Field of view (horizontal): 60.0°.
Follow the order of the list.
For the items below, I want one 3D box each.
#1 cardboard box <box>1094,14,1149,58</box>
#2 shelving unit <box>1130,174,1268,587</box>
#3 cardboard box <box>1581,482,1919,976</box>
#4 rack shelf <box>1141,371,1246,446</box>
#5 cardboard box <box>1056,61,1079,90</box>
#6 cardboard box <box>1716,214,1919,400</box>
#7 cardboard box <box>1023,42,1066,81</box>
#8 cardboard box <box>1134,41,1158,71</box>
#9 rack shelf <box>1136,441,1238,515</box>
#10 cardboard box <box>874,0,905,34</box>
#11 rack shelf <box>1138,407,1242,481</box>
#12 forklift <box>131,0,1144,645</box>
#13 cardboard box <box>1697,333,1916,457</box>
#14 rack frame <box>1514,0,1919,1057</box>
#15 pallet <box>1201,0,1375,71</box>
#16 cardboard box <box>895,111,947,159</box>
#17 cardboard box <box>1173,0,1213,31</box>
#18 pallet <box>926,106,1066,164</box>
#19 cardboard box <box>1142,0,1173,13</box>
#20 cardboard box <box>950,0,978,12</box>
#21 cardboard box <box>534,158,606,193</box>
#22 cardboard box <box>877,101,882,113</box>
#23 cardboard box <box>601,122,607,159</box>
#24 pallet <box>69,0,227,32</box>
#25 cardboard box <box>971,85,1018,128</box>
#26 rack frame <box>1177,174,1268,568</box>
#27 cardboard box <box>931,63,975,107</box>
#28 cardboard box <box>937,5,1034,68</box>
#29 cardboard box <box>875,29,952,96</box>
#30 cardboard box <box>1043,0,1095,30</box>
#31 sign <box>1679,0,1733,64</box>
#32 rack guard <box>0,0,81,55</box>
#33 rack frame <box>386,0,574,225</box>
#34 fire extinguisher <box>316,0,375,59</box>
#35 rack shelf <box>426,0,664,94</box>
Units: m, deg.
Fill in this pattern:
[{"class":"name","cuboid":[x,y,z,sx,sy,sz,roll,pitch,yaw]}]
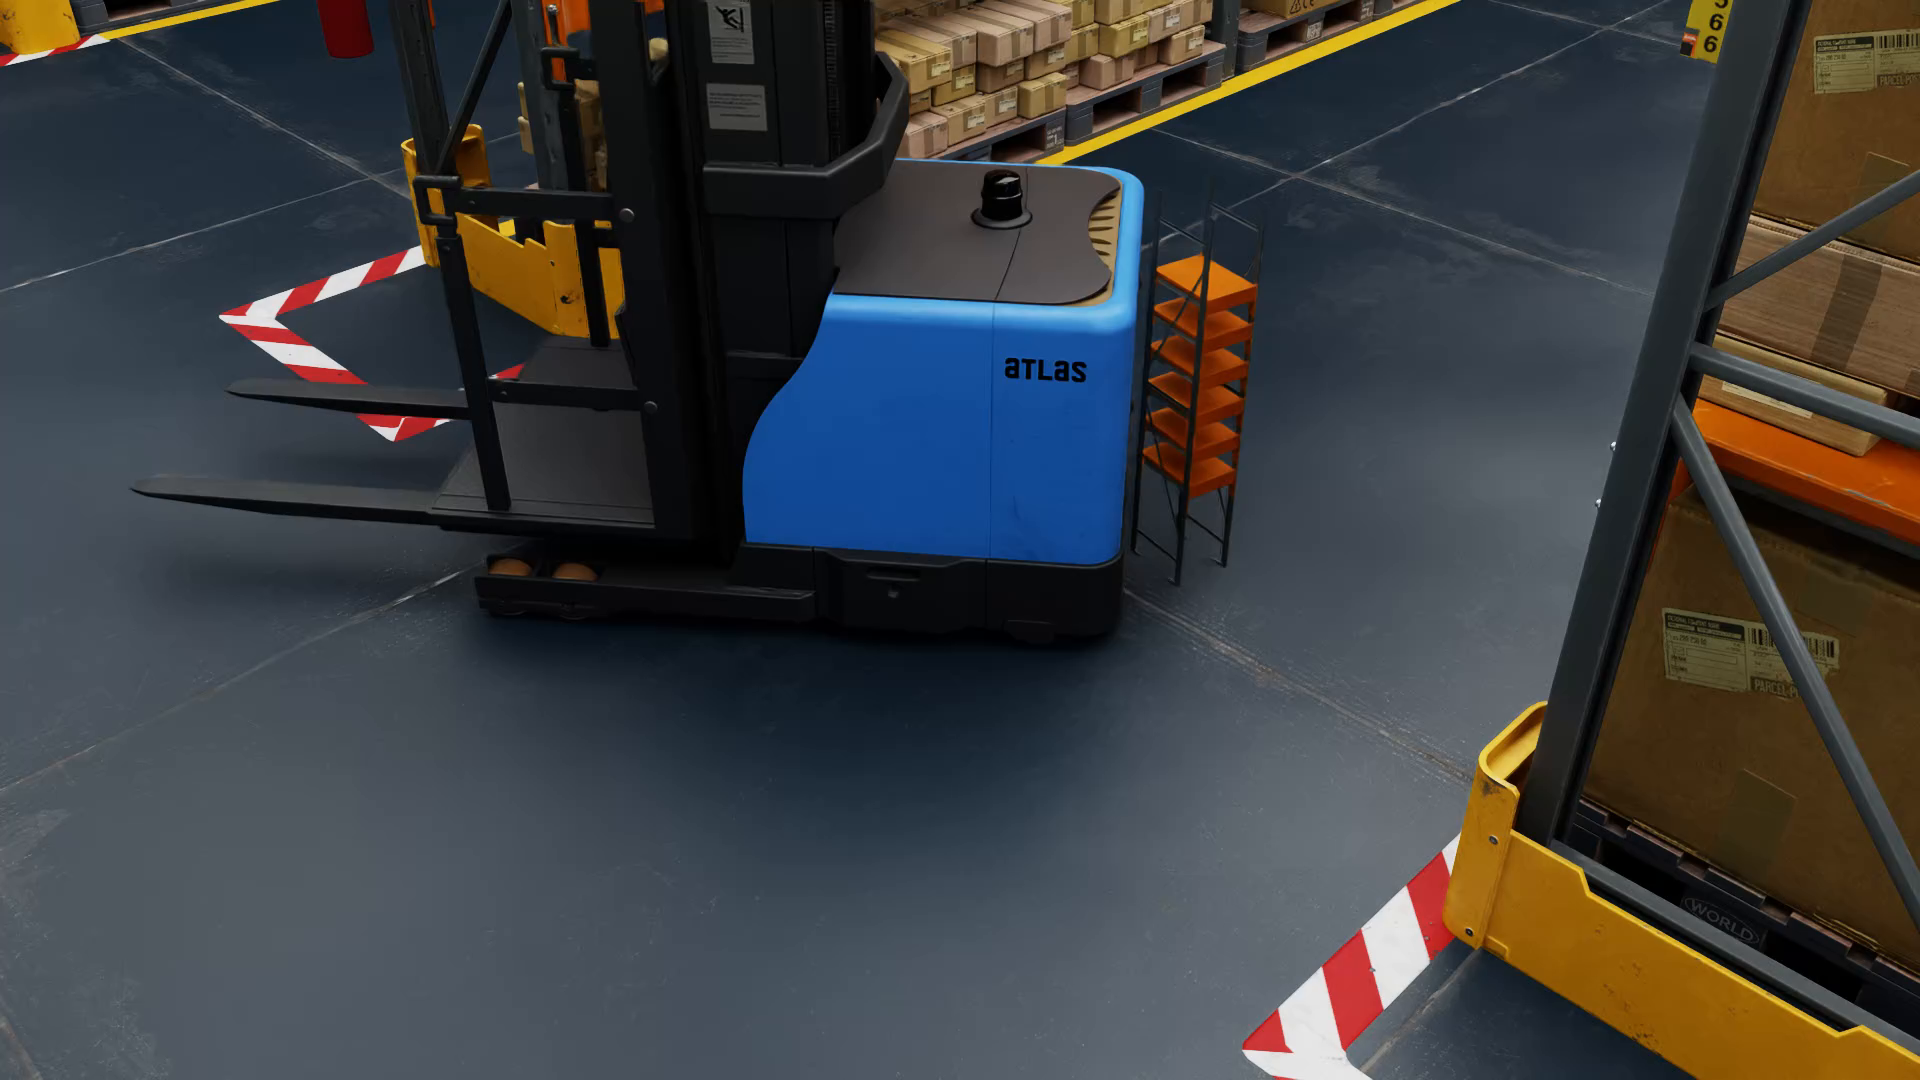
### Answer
[{"class":"cardboard box","cuboid":[0.687,-2.470,8.035,0.380,0.149,0.250,28,44,34]},{"class":"shelving unit","cuboid":[0.678,-0.435,4.825,0.189,1.200,0.258,-20,40,-26]},{"class":"cardboard box","cuboid":[2.066,0.239,3.776,0.875,0.875,0.875,30,45,35]},{"class":"rack shelf","cuboid":[0.677,-0.399,4.850,0.180,0.103,0.258,-20,40,-26]},{"class":"cardboard box","cuboid":[0.352,-2.276,8.016,0.380,0.149,0.250,28,44,34]},{"class":"cardboard box","cuboid":[1.825,-0.533,3.263,0.500,0.250,0.500,29,44,35]},{"class":"cardboard box","cuboid":[0.275,-2.297,7.786,0.250,0.149,0.380,-29,44,-35]},{"class":"cardboard box","cuboid":[0.764,-2.467,8.290,0.250,0.149,0.380,-29,44,-34]},{"class":"rack shelf","cuboid":[0.677,-0.202,4.988,0.180,0.103,0.258,-20,40,-26]},{"class":"cardboard box","cuboid":[-0.468,-2.399,7.672,0.250,0.149,0.380,-30,45,-35]},{"class":"rack shelf","cuboid":[0.677,-0.300,4.919,0.180,0.103,0.258,-20,40,-26]},{"class":"forklift","cuboid":[-0.993,-1.262,4.497,3.031,2.935,1.130,4,35,6]},{"class":"cardboard box","cuboid":[1.689,-0.343,3.339,0.250,0.149,0.380,-29,44,-35]},{"class":"rack frame","cuboid":[1.672,-0.168,2.869,1.000,3.000,0.127,30,45,35]},{"class":"pallet","cuboid":[1.589,-3.005,9.374,1.003,0.211,1.213,30,45,35]},{"class":"cardboard box","cuboid":[-0.277,-1.806,7.342,0.380,0.149,0.250,27,43,33]},{"class":"cardboard box","cuboid":[1.045,-2.701,8.366,0.250,0.149,0.380,-29,44,-35]},{"class":"pallet","cuboid":[-0.267,-1.904,7.795,1.003,0.211,1.213,30,45,35]},{"class":"cardboard box","cuboid":[0.823,-2.710,8.119,0.250,0.149,0.380,-29,44,-35]},{"class":"cardboard box","cuboid":[-0.133,-2.627,7.999,0.250,0.149,0.380,-29,44,-35]},{"class":"cardboard box","cuboid":[-1.554,-1.509,6.917,0.250,0.149,0.380,-29,44,-35]},{"class":"cardboard box","cuboid":[-0.506,-1.872,7.178,0.380,0.149,0.250,27,43,33]},{"class":"cardboard box","cuboid":[-1.167,-1.531,6.428,0.380,0.149,0.250,27,43,33]},{"class":"pallet","cuboid":[-4.853,-3.375,9.905,1.003,0.211,1.213,30,45,35]},{"class":"cardboard box","cuboid":[0.046,-2.040,7.678,0.250,0.149,0.380,-29,44,-35]},{"class":"rack frame","cuboid":[0.755,-0.463,4.865,0.006,1.200,0.240,-20,40,-26]},{"class":"cardboard box","cuboid":[-0.147,-2.105,7.511,0.250,0.149,0.380,-28,43,-34]},{"class":"cardboard box","cuboid":[0.108,-2.271,7.489,0.380,0.149,0.250,28,44,34]},{"class":"cardboard box","cuboid":[-0.254,-2.073,7.206,0.250,0.149,0.380,-29,44,-35]},{"class":"cardboard box","cuboid":[0.415,-2.532,7.864,0.250,0.149,0.380,-28,44,-34]},{"class":"sign","cuboid":[1.296,-0.965,2.792,0.100,0.325,0.005,30,45,35]},{"class":"rack guard","cuboid":[-5.378,-3.127,9.297,1.175,0.500,0.348,30,45,35]},{"class":"rack frame","cuboid":[-1.777,-2.208,5.794,1.000,3.000,0.127,30,45,35]},{"class":"fire extinguisher","cuboid":[-2.282,-2.108,6.043,0.296,0.674,0.183,30,45,35]},{"class":"rack shelf","cuboid":[-0.368,-2.725,7.164,1.077,0.370,4.000,30,45,35]}]
